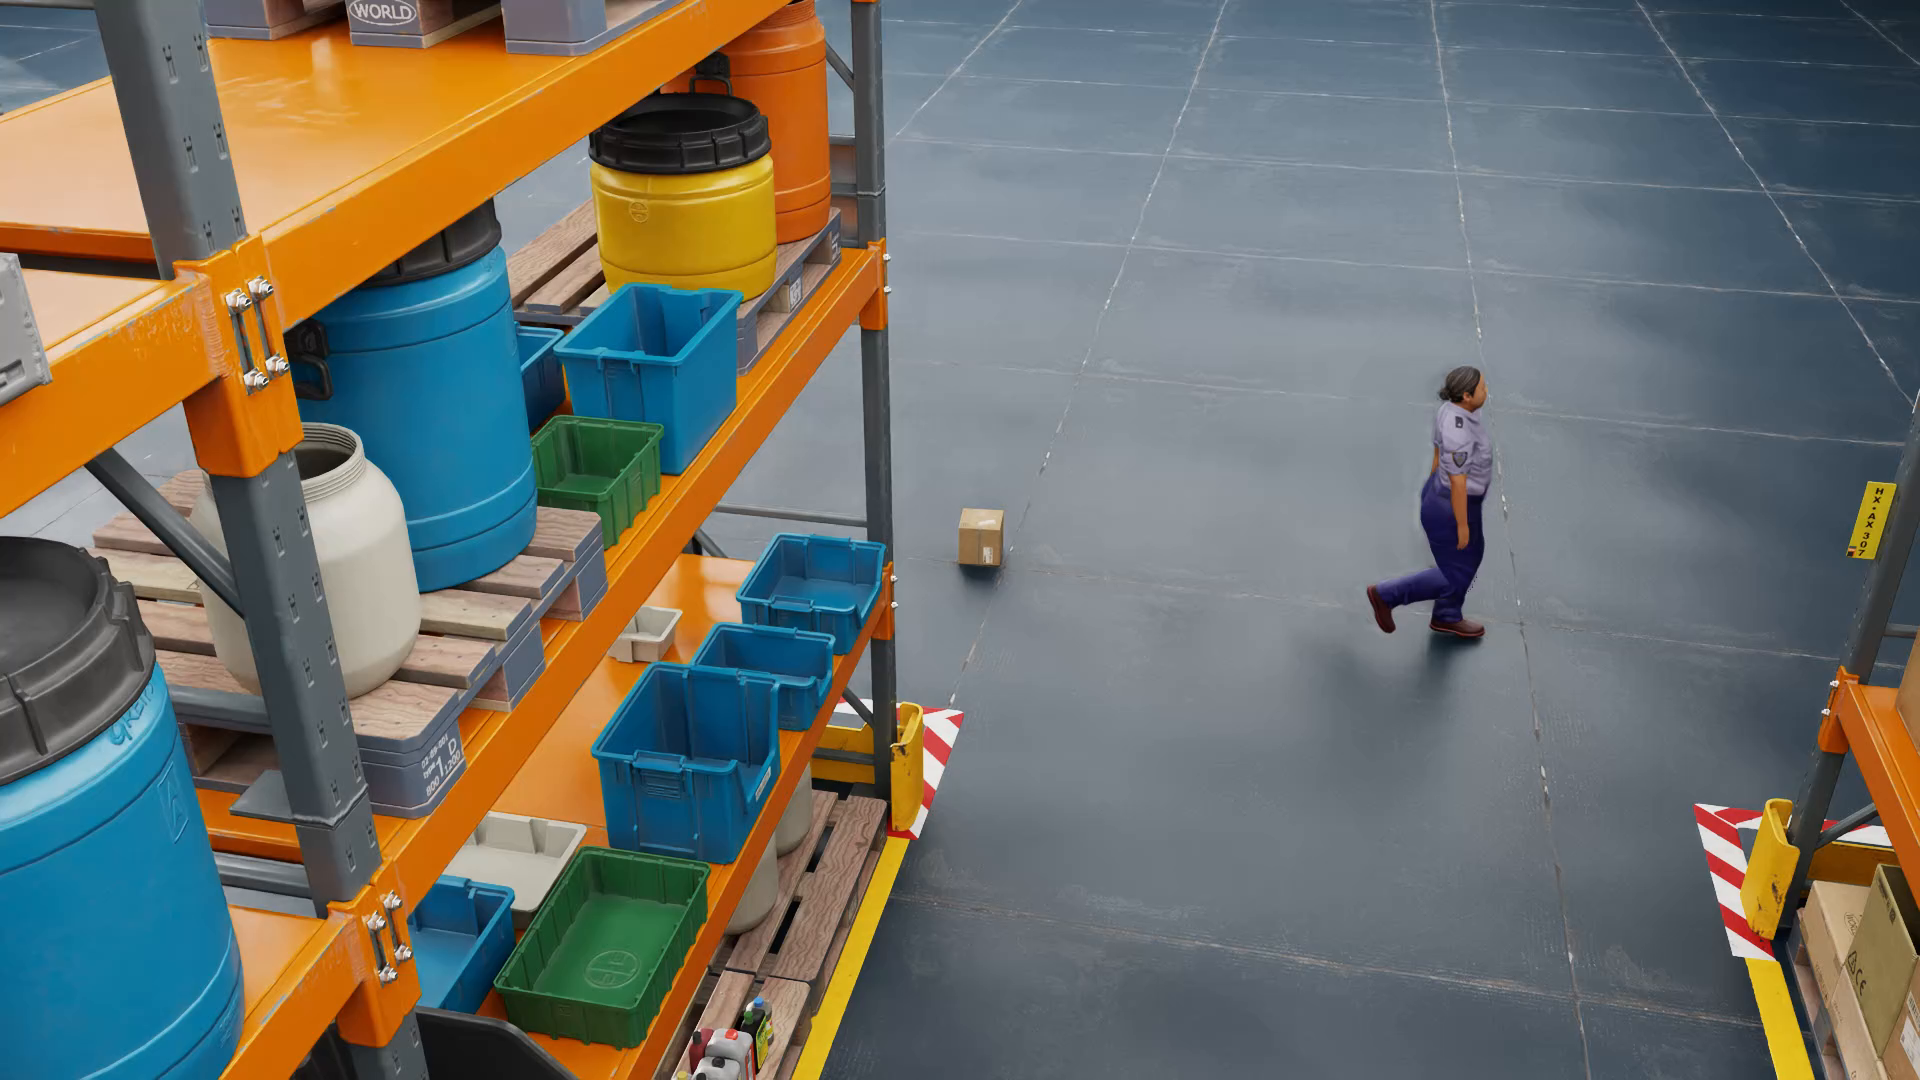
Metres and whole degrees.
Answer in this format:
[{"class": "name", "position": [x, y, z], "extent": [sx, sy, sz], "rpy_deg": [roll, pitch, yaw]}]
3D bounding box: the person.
[{"class": "person", "position": [2.591, -0.184, 8.923], "extent": [0.669, 1.623, 0.466], "rpy_deg": [7, 30, 13]}]
